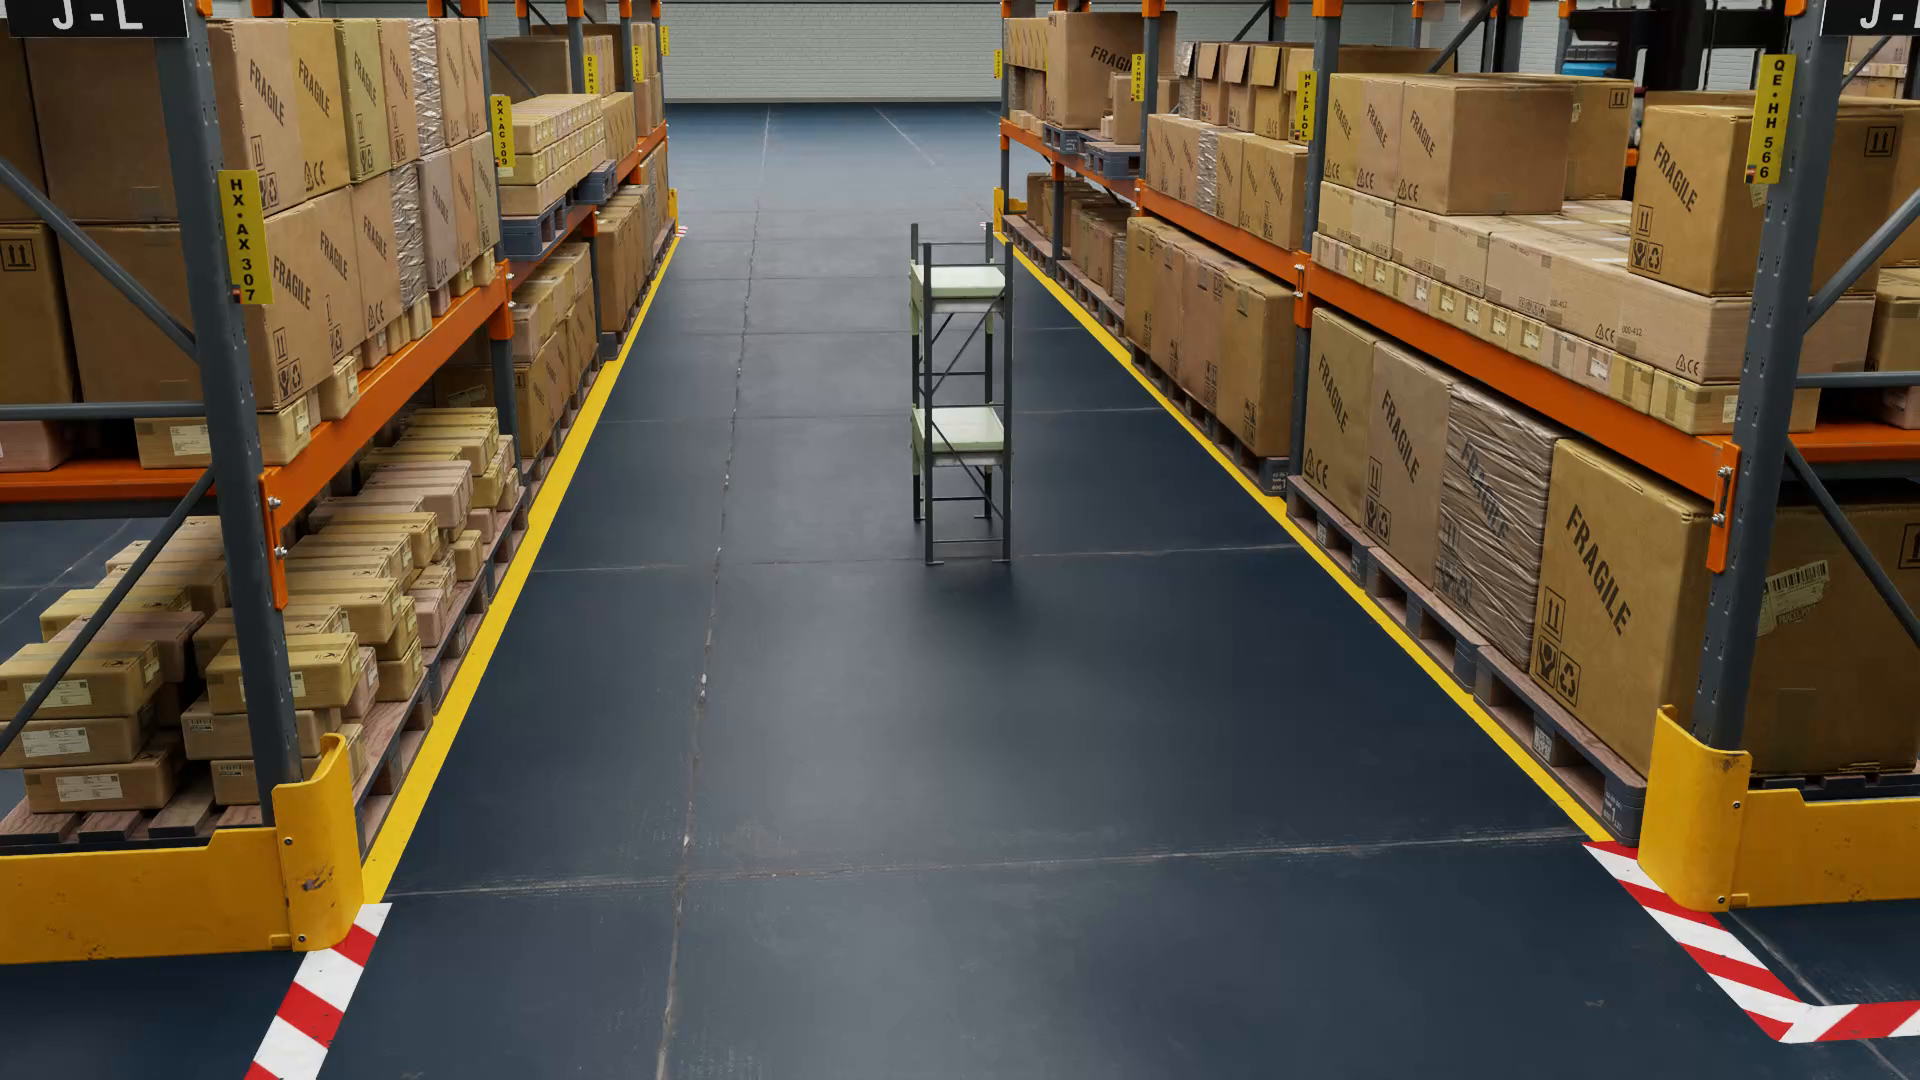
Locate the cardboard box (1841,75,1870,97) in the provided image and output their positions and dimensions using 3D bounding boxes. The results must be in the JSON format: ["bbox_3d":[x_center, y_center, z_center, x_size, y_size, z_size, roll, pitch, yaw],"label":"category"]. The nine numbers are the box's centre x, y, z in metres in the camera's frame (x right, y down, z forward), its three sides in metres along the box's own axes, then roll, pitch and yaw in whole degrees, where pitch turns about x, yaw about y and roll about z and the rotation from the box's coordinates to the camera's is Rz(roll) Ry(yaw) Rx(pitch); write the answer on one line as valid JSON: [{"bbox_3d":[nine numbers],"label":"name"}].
[{"bbox_3d":[10.942,-5.260,19.756,0.700,0.500,0.500,-1,17,-4],"label":"cardboard box"}]

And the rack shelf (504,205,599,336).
[{"bbox_3d":[-2.919,-1.757,9.968,1.077,0.370,4.000,-2,18,-6],"label":"rack shelf"}]

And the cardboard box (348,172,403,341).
[{"bbox_3d":[-2.190,-0.950,5.531,0.500,0.500,0.500,-2,17,-5],"label":"cardboard box"}]

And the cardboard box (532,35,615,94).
[{"bbox_3d":[-3.480,-4.265,14.919,0.700,0.500,0.500,-2,18,-7],"label":"cardboard box"}]

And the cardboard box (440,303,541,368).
[{"bbox_3d":[-2.526,-1.099,8.888,0.500,0.250,0.500,-3,18,-8],"label":"cardboard box"}]

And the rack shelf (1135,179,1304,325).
[{"bbox_3d":[2.025,-1.880,10.360,1.077,0.370,4.000,-2,18,-6],"label":"rack shelf"}]

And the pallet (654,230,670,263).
[{"bbox_3d":[-3.667,-3.151,17.861,1.003,0.211,1.213,-2,18,-6],"label":"pallet"}]

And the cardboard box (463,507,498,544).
[{"bbox_3d":[-2.298,-0.082,7.488,0.380,0.149,0.250,-2,18,-7],"label":"cardboard box"}]

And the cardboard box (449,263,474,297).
[{"bbox_3d":[-2.347,-1.152,7.258,0.380,0.149,0.250,-1,17,-3],"label":"cardboard box"}]

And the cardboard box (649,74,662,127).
[{"bbox_3d":[-3.788,-4.879,18.460,0.875,0.550,0.550,-2,18,-6],"label":"cardboard box"}]

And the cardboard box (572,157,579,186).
[{"bbox_3d":[-2.458,-2.181,9.834,0.380,0.149,0.250,-3,18,-8],"label":"cardboard box"}]

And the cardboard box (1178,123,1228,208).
[{"bbox_3d":[1.710,-2.408,10.672,0.500,0.500,0.500,-2,18,-7],"label":"cardboard box"}]

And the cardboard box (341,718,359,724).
[{"bbox_3d":[-2.144,0.605,5.299,0.380,0.149,0.250,-2,18,-6],"label":"cardboard box"}]

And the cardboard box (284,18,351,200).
[{"bbox_3d":[-2.140,-1.272,4.887,0.500,0.500,0.500,-1,17,-4],"label":"cardboard box"}]

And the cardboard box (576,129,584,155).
[{"bbox_3d":[-2.486,-2.401,10.040,0.380,0.149,0.250,-1,17,-4],"label":"cardboard box"}]

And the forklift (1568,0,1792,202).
[{"bbox_3d":[4.322,-2.151,10.136,1.130,2.935,3.031,-2,18,-7],"label":"forklift"}]

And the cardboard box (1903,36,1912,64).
[{"bbox_3d":[11.053,-5.563,18.557,0.700,0.500,0.500,-2,18,-6],"label":"cardboard box"}]

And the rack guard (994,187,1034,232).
[{"bbox_3d":[1.002,-3.988,20.044,1.175,0.500,0.348,-2,18,-6],"label":"rack guard"}]

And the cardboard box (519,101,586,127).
[{"bbox_3d":[-2.517,-2.625,10.254,0.380,0.149,0.250,-2,18,-6],"label":"cardboard box"}]

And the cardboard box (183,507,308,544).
[{"bbox_3d":[-2.747,-0.053,6.404,0.380,0.149,0.250,-2,18,-5],"label":"cardboard box"}]

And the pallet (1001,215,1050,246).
[{"bbox_3d":[1.050,-3.607,19.313,1.003,0.211,1.213,-2,18,-6],"label":"pallet"}]

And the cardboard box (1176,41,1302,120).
[{"bbox_3d":[1.878,-3.128,11.289,0.797,0.503,0.637,-1,17,-4],"label":"cardboard box"}]

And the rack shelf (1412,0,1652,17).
[{"bbox_3d":[6.127,-5.848,17.990,1.077,0.370,4.000,-2,18,-6],"label":"rack shelf"}]

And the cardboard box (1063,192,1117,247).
[{"bbox_3d":[1.338,-3.310,17.184,0.500,0.500,0.500,4,18,12],"label":"cardboard box"}]

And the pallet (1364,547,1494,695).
[{"bbox_3d":[2.361,0.296,6.882,1.003,0.211,1.213,-2,18,-6],"label":"pallet"}]

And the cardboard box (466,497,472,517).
[{"bbox_3d":[-2.350,-0.165,7.258,0.380,0.149,0.250,-2,18,-5],"label":"cardboard box"}]

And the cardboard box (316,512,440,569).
[{"bbox_3d":[-2.171,0.005,6.219,0.380,0.149,0.250,-2,17,-5],"label":"cardboard box"}]

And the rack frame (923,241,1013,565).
[{"bbox_3d":[0.037,-0.609,7.611,0.400,1.500,0.023,-2,18,-6],"label":"rack frame"}]

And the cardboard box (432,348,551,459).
[{"bbox_3d":[-2.525,-0.741,9.001,0.500,0.500,0.500,-1,17,-3],"label":"cardboard box"}]

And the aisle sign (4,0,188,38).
[{"bbox_3d":[-1.994,-1.541,3.737,0.394,0.787,0.004,-2,18,-6],"label":"aisle sign"}]

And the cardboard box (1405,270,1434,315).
[{"bbox_3d":[2.065,-1.023,6.848,0.380,0.149,0.250,-2,17,-5],"label":"cardboard box"}]

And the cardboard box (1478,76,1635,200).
[{"bbox_3d":[2.593,-1.778,7.334,0.500,0.500,0.500,-2,18,-5],"label":"cardboard box"}]

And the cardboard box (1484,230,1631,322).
[{"bbox_3d":[2.226,-0.945,5.934,0.500,0.250,0.500,-2,18,-8],"label":"cardboard box"}]

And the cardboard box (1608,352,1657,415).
[{"bbox_3d":[2.251,-0.490,5.148,0.380,0.149,0.250,-2,18,-5],"label":"cardboard box"}]

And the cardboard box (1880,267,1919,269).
[{"bbox_3d":[2.803,-0.812,5.511,0.500,0.250,0.500,-2,18,-6],"label":"cardboard box"}]

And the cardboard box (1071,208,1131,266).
[{"bbox_3d":[1.448,-2.845,15.670,0.700,0.500,0.500,-3,18,-10],"label":"cardboard box"}]

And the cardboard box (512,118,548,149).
[{"bbox_3d":[-2.330,-2.083,8.531,0.380,0.149,0.250,-1,17,-4],"label":"cardboard box"}]

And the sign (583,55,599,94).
[{"bbox_3d":[-2.586,-3.231,11.659,0.100,0.325,0.005,-2,18,-6],"label":"sign"}]

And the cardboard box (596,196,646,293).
[{"bbox_3d":[-3.288,-2.545,14.332,1.050,0.750,0.750,-2,18,-6],"label":"cardboard box"}]

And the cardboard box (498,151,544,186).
[{"bbox_3d":[-2.295,-1.859,8.311,0.380,0.149,0.250,-1,17,-5],"label":"cardboard box"}]

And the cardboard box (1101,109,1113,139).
[{"bbox_3d":[1.378,-3.444,13.663,0.396,0.266,0.258,-2,18,-7],"label":"cardboard box"}]

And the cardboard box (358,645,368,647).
[{"bbox_3d":[-2.184,0.387,5.497,0.380,0.149,0.250,-2,17,-5],"label":"cardboard box"}]

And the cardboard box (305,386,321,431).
[{"bbox_3d":[-2.075,-0.374,4.781,0.380,0.149,0.250,-1,17,-4],"label":"cardboard box"}]

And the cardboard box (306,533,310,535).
[{"bbox_3d":[-2.824,0.016,6.682,0.380,0.149,0.250,-2,18,-6],"label":"cardboard box"}]

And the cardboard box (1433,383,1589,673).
[{"bbox_3d":[2.405,-0.082,6.277,0.875,0.875,0.875,-2,18,-6],"label":"cardboard box"}]

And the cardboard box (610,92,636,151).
[{"bbox_3d":[-3.218,-3.789,15.070,0.500,0.500,0.500,-2,18,-6],"label":"cardboard box"}]

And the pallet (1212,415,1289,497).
[{"bbox_3d":[2.077,-0.525,9.497,1.003,0.211,1.213,-2,18,-6],"label":"pallet"}]

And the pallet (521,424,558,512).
[{"bbox_3d":[-2.794,-0.406,9.118,1.003,0.211,1.213,-2,18,-6],"label":"pallet"}]

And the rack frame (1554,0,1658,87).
[{"bbox_3d":[6.333,-4.164,16.434,1.000,3.000,0.127,-2,18,-6],"label":"rack frame"}]

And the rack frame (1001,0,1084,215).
[{"bbox_3d":[0.994,-5.203,19.742,1.000,3.000,0.127,-2,18,-6],"label":"rack frame"}]

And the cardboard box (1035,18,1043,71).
[{"bbox_3d":[1.033,-4.952,16.611,0.500,0.500,0.500,-2,18,-6],"label":"cardboard box"}]

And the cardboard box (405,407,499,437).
[{"bbox_3d":[-2.417,-0.531,7.925,0.380,0.149,0.250,-1,17,-4],"label":"cardboard box"}]

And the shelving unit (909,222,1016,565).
[{"bbox_3d":[-0.001,-0.718,7.959,0.431,1.500,0.755,-2,18,-6],"label":"shelving unit"}]
